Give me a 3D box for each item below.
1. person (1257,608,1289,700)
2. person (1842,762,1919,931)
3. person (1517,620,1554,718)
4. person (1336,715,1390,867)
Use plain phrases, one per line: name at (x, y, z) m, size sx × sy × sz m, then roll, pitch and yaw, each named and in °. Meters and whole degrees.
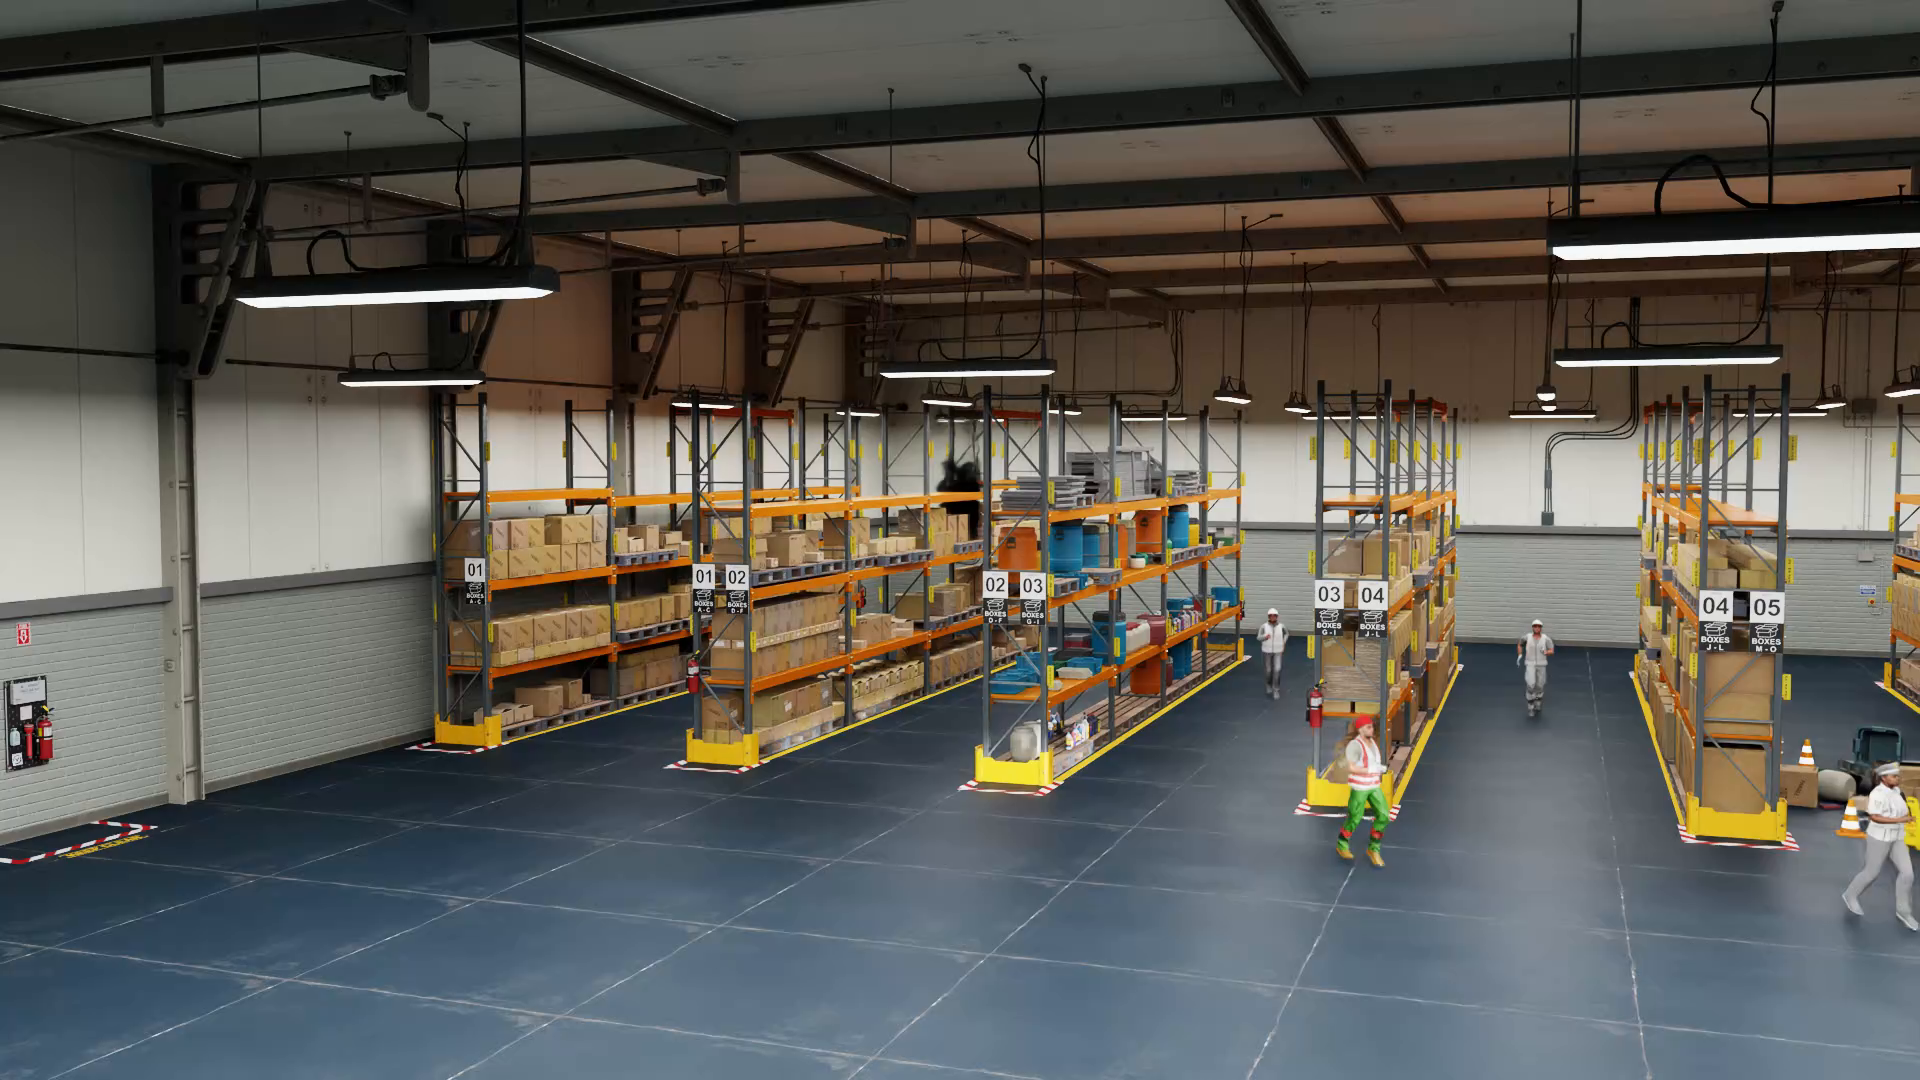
person at (6.359, 2.296, 33.822) m, size 0.646 × 1.805 × 0.801 m, roll 1°, pitch 3°, yaw 10°
person at (9.799, 3.204, 17.664) m, size 0.600 × 1.746 × 0.805 m, roll -1°, pitch 3°, yaw -26°
person at (10.905, 2.424, 31.507) m, size 0.650 × 1.842 × 0.795 m, roll 1°, pitch 3°, yaw 13°
person at (4.889, 3.037, 20.111) m, size 0.664 × 1.852 × 0.777 m, roll -2°, pitch 4°, yaw -34°
